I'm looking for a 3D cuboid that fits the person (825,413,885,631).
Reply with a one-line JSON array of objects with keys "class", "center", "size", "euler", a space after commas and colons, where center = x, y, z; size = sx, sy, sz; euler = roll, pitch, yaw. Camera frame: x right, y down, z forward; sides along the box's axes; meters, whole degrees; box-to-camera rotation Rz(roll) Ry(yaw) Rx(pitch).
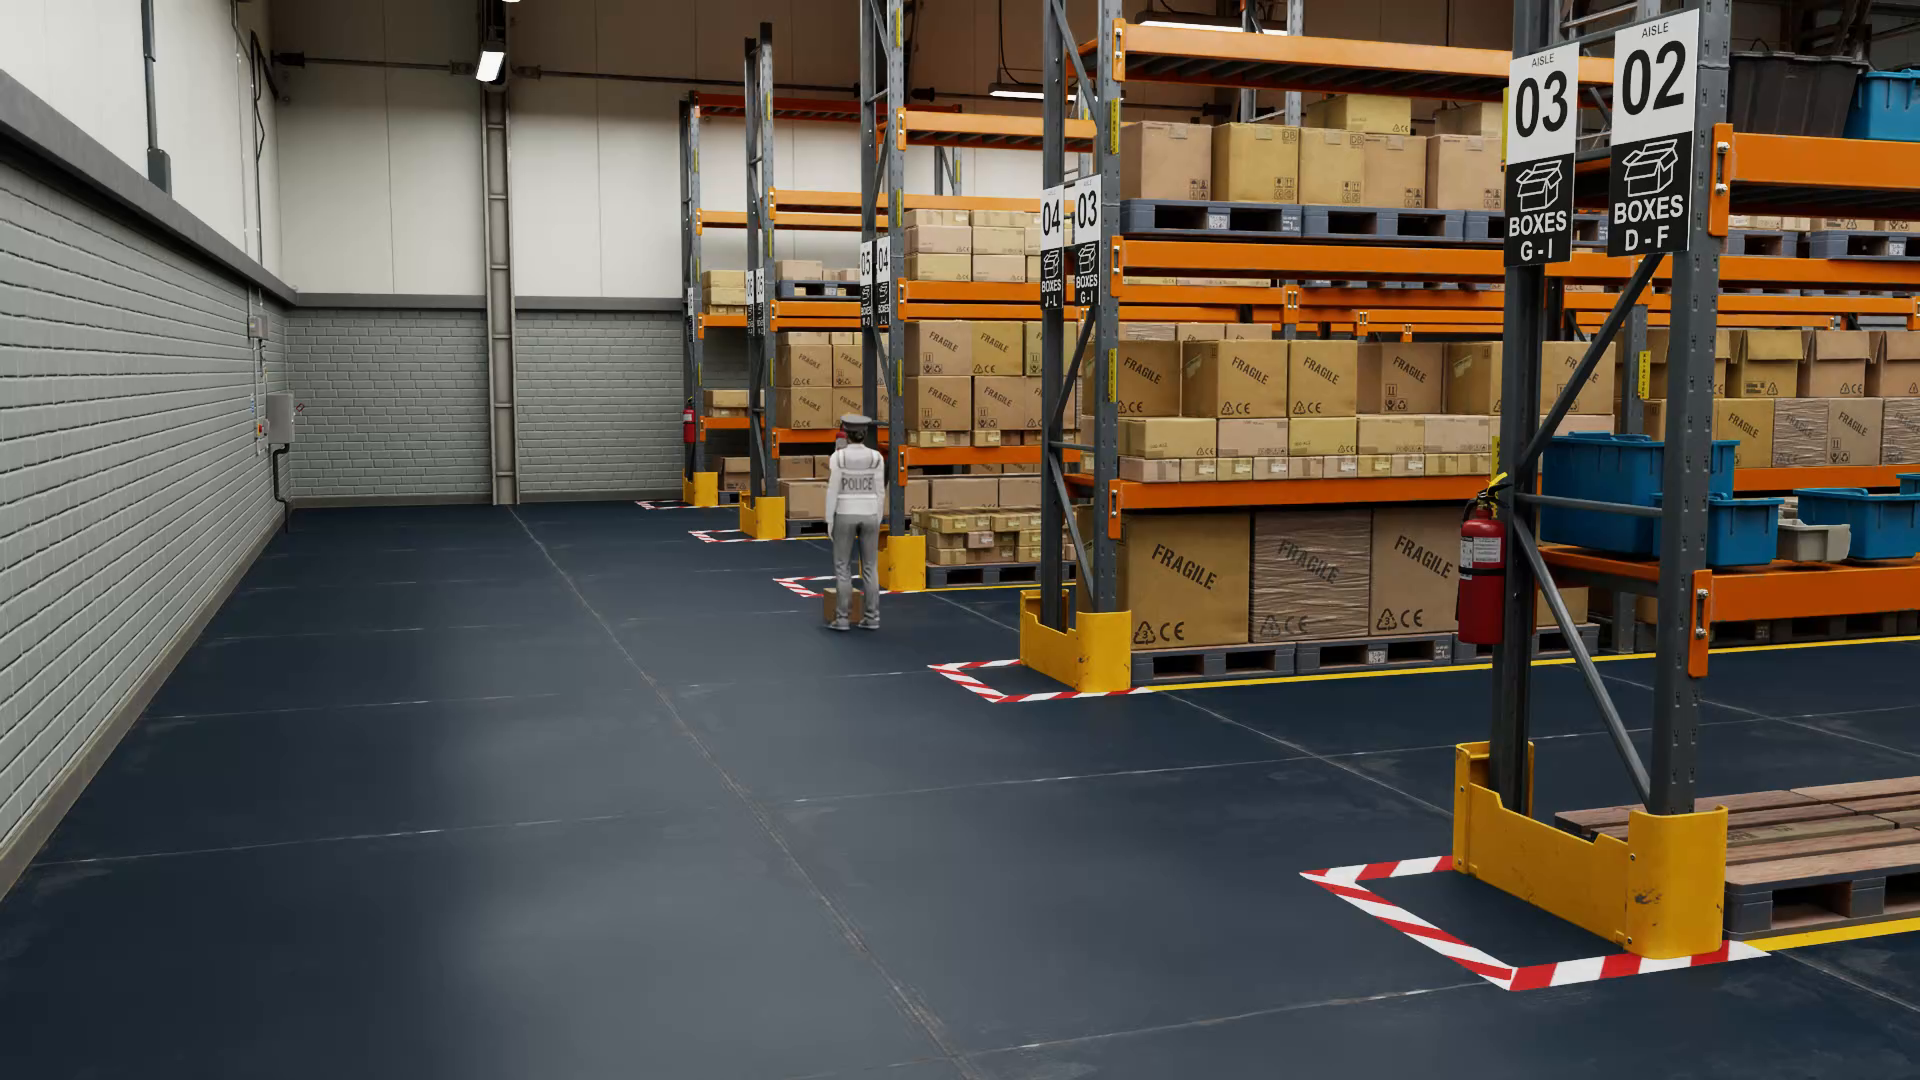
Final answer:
[{"class": "person", "center": [-0.815, -0.138, 12.841], "size": [0.468, 1.678, 0.329], "euler": [-2, 6, -17]}]
